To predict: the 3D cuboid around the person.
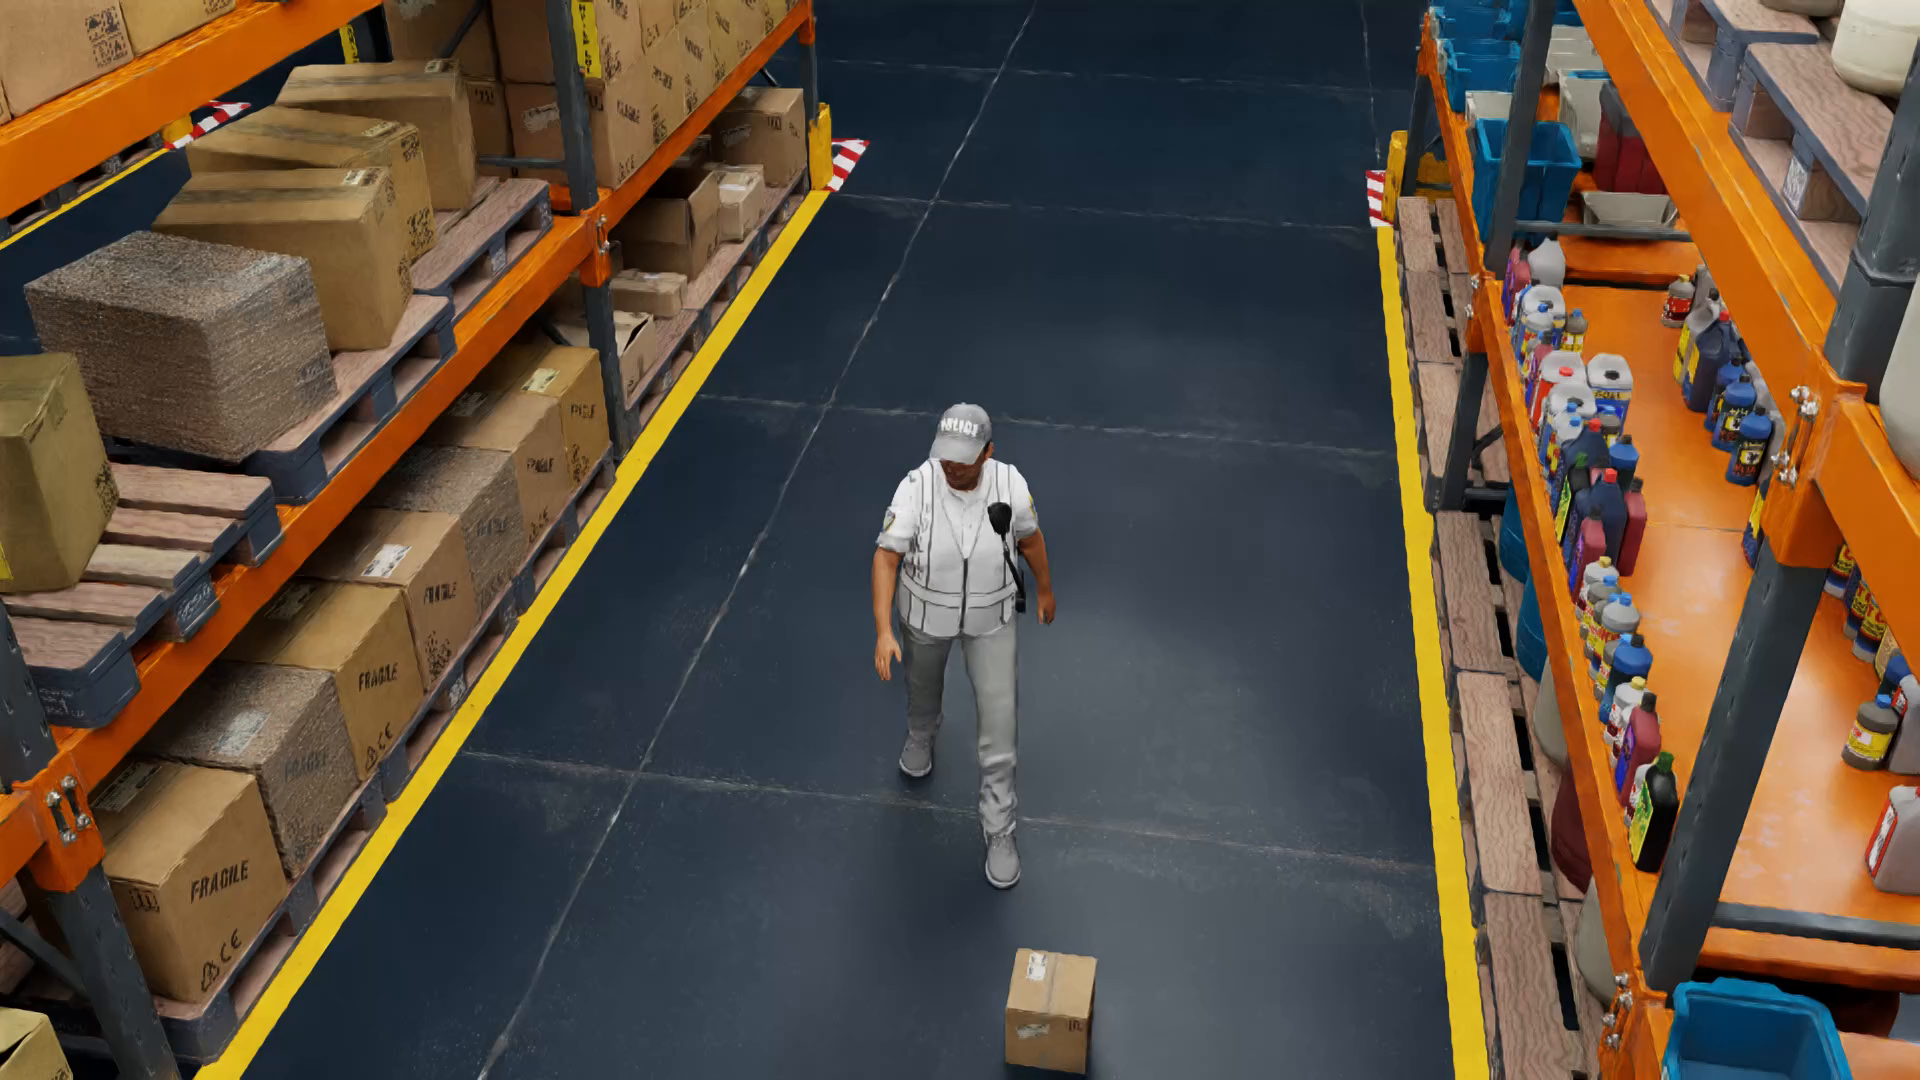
[{"bbox_3d":[0.030,0.292,5.686,0.655,1.628,0.909,-2,33,-3],"label":"person"}]
